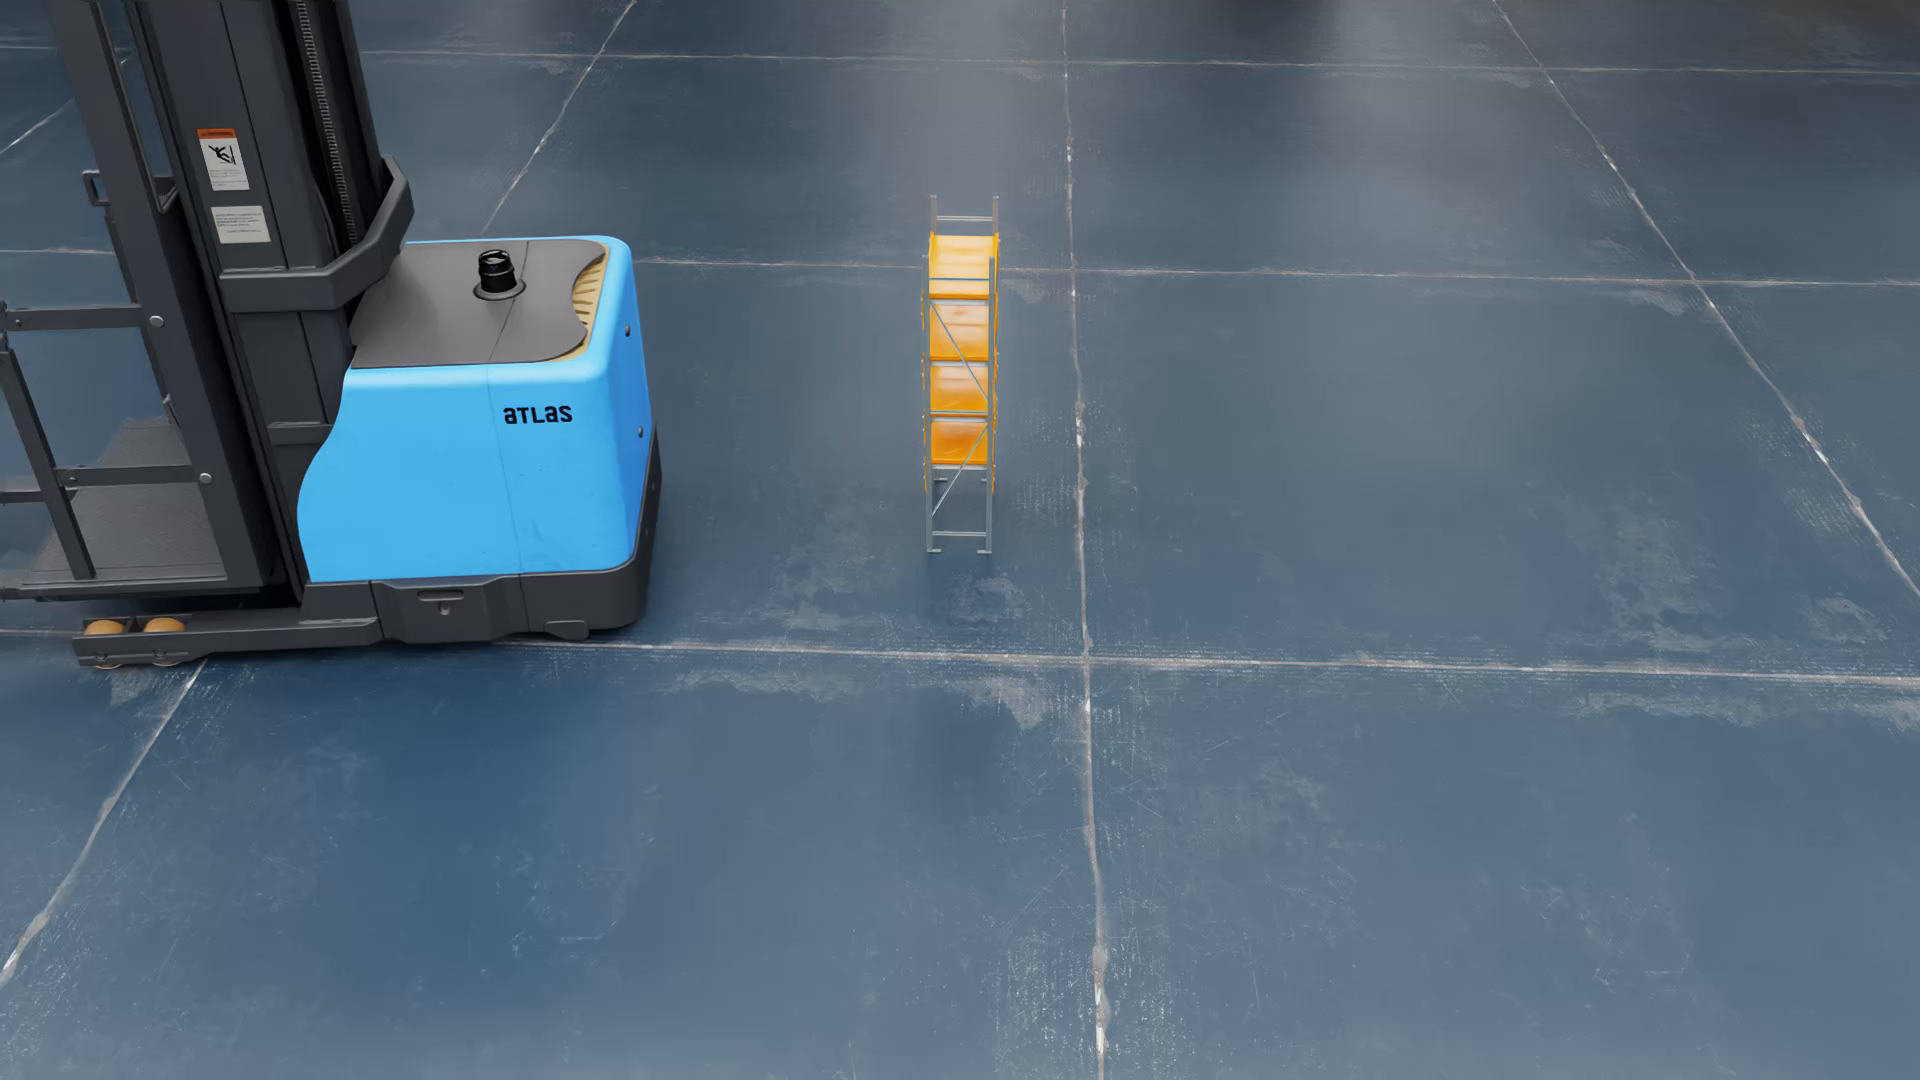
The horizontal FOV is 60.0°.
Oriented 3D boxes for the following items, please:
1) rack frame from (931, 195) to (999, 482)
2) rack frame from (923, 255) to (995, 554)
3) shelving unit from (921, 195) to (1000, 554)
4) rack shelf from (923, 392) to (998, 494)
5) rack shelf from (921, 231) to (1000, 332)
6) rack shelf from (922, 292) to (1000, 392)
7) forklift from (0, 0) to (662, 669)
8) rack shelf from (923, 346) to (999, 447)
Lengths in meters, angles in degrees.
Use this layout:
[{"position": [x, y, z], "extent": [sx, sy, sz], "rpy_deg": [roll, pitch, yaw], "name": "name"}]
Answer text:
[{"position": [0.016, -0.726, 6.240], "extent": [0.240, 1.200, 0.015], "rpy_deg": [1, 35, 2], "name": "rack frame"}, {"position": [-0.003, -0.446, 5.841], "extent": [0.240, 1.200, 0.015], "rpy_deg": [1, 35, 2], "name": "rack frame"}, {"position": [0.007, -0.586, 6.040], "extent": [0.258, 1.200, 0.503], "rpy_deg": [1, 35, 2], "name": "shelving unit"}, {"position": [0.007, -0.368, 6.193], "extent": [0.258, 0.148, 0.480], "rpy_deg": [1, 35, 2], "name": "rack shelf"}, {"position": [0.007, -0.907, 5.814], "extent": [0.258, 0.148, 0.480], "rpy_deg": [1, 35, 2], "name": "rack shelf"}, {"position": [0.007, -0.714, 5.950], "extent": [0.258, 0.148, 0.480], "rpy_deg": [1, 35, 2], "name": "rack shelf"}, {"position": [-2.639, -1.079, 5.236], "extent": [3.031, 2.935, 1.130], "rpy_deg": [-2, 35, -3], "name": "forklift"}, {"position": [0.007, -0.531, 6.079], "extent": [0.258, 0.148, 0.480], "rpy_deg": [1, 35, 2], "name": "rack shelf"}]
